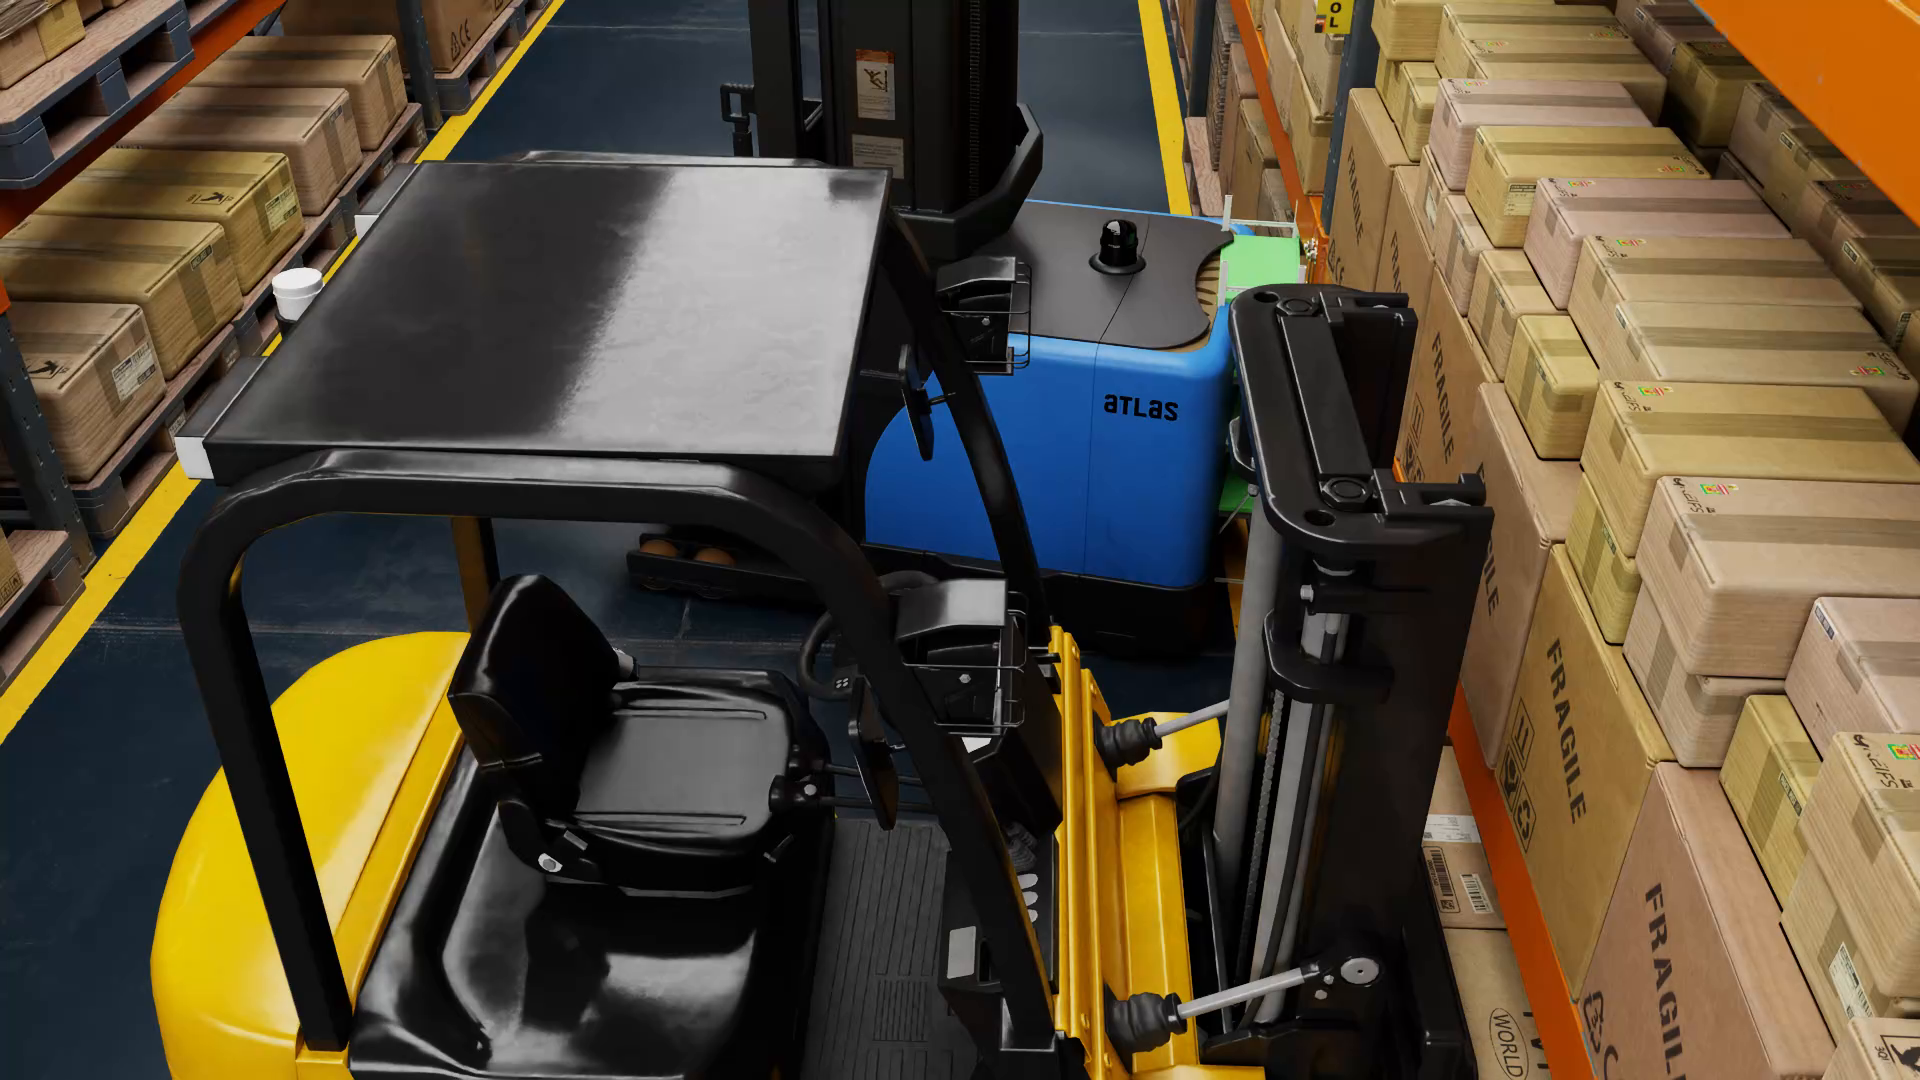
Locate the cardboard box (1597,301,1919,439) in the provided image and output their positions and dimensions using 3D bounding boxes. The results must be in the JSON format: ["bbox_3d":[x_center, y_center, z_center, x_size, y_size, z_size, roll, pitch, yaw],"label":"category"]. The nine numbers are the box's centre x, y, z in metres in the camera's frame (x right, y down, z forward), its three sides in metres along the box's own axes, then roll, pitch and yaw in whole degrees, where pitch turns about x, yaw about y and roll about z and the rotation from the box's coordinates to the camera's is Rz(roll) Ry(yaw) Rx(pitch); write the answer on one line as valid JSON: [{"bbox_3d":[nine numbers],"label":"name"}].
[{"bbox_3d":[1.226,-0.245,2.580,0.380,0.149,0.250,2,35,3],"label":"cardboard box"}]

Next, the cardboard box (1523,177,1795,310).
[{"bbox_3d":[1.246,-0.533,2.989,0.380,0.149,0.250,1,35,2],"label":"cardboard box"}]

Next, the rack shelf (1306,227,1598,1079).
[{"bbox_3d":[1.447,0.421,3.168,1.077,0.370,4.000,1,35,2],"label":"rack shelf"}]

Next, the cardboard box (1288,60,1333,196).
[{"bbox_3d":[1.286,-1.257,5.060,0.500,0.250,0.500,2,35,3],"label":"cardboard box"}]

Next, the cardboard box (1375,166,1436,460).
[{"bbox_3d":[1.244,-0.515,3.787,0.500,0.500,0.500,2,35,3],"label":"cardboard box"}]

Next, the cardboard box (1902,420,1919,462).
[{"bbox_3d":[1.724,-0.100,2.632,0.380,0.149,0.250,1,35,2],"label":"cardboard box"}]

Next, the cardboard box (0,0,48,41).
[{"bbox_3d":[-3.127,-1.732,4.895,0.500,0.500,0.500,2,35,3],"label":"cardboard box"}]

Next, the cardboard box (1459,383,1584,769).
[{"bbox_3d":[1.184,0.064,2.963,0.500,0.500,0.500,2,35,2],"label":"cardboard box"}]

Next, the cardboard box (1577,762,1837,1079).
[{"bbox_3d":[1.154,0.648,2.133,0.500,0.500,0.500,2,35,3],"label":"cardboard box"}]

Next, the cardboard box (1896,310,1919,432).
[{"bbox_3d":[1.684,-0.229,2.557,0.380,0.149,0.250,1,35,2],"label":"cardboard box"}]

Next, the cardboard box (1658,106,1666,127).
[{"bbox_3d":[1.796,-0.994,3.904,0.380,0.149,0.250,0,35,1],"label":"cardboard box"}]

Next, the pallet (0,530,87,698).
[{"bbox_3d":[-3.424,0.392,5.008,1.003,0.211,1.213,1,35,2],"label":"pallet"}]

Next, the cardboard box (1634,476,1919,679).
[{"bbox_3d":[1.117,0.050,2.161,0.380,0.149,0.250,2,35,3],"label":"cardboard box"}]

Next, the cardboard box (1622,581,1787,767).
[{"bbox_3d":[1.138,0.172,2.246,0.380,0.149,0.250,0,35,0],"label":"cardboard box"}]

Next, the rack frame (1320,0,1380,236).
[{"bbox_3d":[1.527,-1.023,4.597,1.000,3.000,0.127,1,35,2],"label":"rack frame"}]

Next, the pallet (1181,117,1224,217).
[{"bbox_3d":[1.616,-1.708,7.997,1.003,0.211,1.213,1,35,2],"label":"pallet"}]

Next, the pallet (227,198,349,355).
[{"bbox_3d":[-3.356,-1.144,7.195,1.003,0.211,1.213,1,35,2],"label":"pallet"}]

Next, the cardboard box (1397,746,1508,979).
[{"bbox_3d":[1.126,0.673,3.340,0.500,0.250,0.500,1,35,1],"label":"cardboard box"}]

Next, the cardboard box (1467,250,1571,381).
[{"bbox_3d":[1.172,-0.417,3.084,0.380,0.149,0.250,0,35,0],"label":"cardboard box"}]

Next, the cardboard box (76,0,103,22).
[{"bbox_3d":[-3.141,-1.822,5.588,0.380,0.149,0.250,3,35,5],"label":"cardboard box"}]

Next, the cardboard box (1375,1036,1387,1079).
[{"bbox_3d":[1.127,1.080,3.631,0.500,0.250,0.500,2,35,3],"label":"cardboard box"}]

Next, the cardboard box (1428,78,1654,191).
[{"bbox_3d":[1.184,-0.830,3.412,0.380,0.149,0.250,2,35,3],"label":"cardboard box"}]

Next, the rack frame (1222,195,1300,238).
[{"bbox_3d":[0.947,-0.566,5.510,0.240,1.200,0.015,5,34,7],"label":"rack frame"}]

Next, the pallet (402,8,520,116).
[{"bbox_3d":[-3.165,-2.744,9.470,1.003,0.211,1.213,1,35,2],"label":"pallet"}]

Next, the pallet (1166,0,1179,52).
[{"bbox_3d":[1.808,-3.307,10.272,1.003,0.211,1.213,1,35,2],"label":"pallet"}]

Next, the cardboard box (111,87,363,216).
[{"bbox_3d":[-3.326,-1.782,7.596,0.950,0.372,0.625,1,35,1],"label":"cardboard box"}]

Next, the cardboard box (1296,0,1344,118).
[{"bbox_3d":[1.292,-1.454,4.906,0.500,0.250,0.500,1,35,1],"label":"cardboard box"}]

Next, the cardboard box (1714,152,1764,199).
[{"bbox_3d":[1.805,-0.692,3.475,0.380,0.149,0.250,2,35,2],"label":"cardboard box"}]

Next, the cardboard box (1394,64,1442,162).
[{"bbox_3d":[1.243,-1.003,3.918,0.380,0.149,0.250,2,35,3],"label":"cardboard box"}]

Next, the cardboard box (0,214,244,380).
[{"bbox_3d":[-3.388,-0.946,6.408,0.950,0.372,0.625,3,35,5],"label":"cardboard box"}]

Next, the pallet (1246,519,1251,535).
[{"bbox_3d":[1.518,-0.306,6.002,1.003,0.211,1.213,1,35,2],"label":"pallet"}]

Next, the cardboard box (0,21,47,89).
[{"bbox_3d":[-3.095,-1.515,5.150,0.380,0.149,0.250,2,35,3],"label":"cardboard box"}]

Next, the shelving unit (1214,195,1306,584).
[{"bbox_3d":[0.910,-0.431,5.311,0.258,1.200,0.503,5,34,7],"label":"shelving unit"}]

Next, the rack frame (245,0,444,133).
[{"bbox_3d":[-3.272,-3.433,8.027,1.000,3.000,0.127,1,35,2],"label":"rack frame"}]

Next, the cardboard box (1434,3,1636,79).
[{"bbox_3d":[1.316,-1.122,3.827,0.380,0.149,0.250,2,35,3],"label":"cardboard box"}]

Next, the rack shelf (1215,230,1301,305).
[{"bbox_3d":[0.910,-0.775,5.077,0.258,0.148,0.480,5,34,7],"label":"rack shelf"}]

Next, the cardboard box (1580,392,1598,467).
[{"bbox_3d":[1.228,-0.116,2.655,0.380,0.149,0.250,1,35,2],"label":"cardboard box"}]

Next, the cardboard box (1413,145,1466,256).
[{"bbox_3d":[1.176,-0.713,3.504,0.380,0.149,0.250,2,35,3],"label":"cardboard box"}]

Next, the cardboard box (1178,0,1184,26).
[{"bbox_3d":[1.539,-3.306,9.654,0.500,0.500,0.500,3,35,4],"label":"cardboard box"}]

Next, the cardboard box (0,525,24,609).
[{"bbox_3d":[-3.188,0.164,4.934,0.500,0.250,0.500,3,35,4],"label":"cardboard box"}]

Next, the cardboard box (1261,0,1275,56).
[{"bbox_3d":[1.351,-1.831,5.876,0.500,0.250,0.500,2,35,2],"label":"cardboard box"}]

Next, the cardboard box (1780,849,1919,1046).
[{"bbox_3d":[1.153,0.468,1.824,0.380,0.149,0.250,2,35,3],"label":"cardboard box"}]

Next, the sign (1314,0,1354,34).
[{"bbox_3d":[0.985,-1.471,4.296,0.100,0.325,0.005,1,35,2],"label":"sign"}]

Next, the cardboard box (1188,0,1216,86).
[{"bbox_3d":[1.490,-2.718,8.817,0.500,0.500,0.500,2,35,3],"label":"cardboard box"}]

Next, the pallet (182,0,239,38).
[{"bbox_3d":[-3.310,-2.217,6.462,1.003,0.211,1.213,1,35,2],"label":"pallet"}]

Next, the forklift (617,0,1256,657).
[{"bbox_3d":[-0.605,-1.289,5.035,3.031,2.935,1.130,8,36,12],"label":"forklift"}]

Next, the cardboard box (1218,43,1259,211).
[{"bbox_3d":[1.631,-1.788,7.385,0.875,0.625,0.625,2,35,3],"label":"cardboard box"}]

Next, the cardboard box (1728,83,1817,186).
[{"bbox_3d":[1.820,-0.820,3.398,0.380,0.149,0.250,1,35,1],"label":"cardboard box"}]

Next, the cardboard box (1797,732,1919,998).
[{"bbox_3d":[1.133,0.343,1.743,0.380,0.149,0.250,2,35,3],"label":"cardboard box"}]

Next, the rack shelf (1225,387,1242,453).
[{"bbox_3d":[0.910,-0.378,5.347,0.258,0.148,0.480,5,34,7],"label":"rack shelf"}]

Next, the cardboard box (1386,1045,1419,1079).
[{"bbox_3d":[1.105,1.152,3.093,0.500,0.250,0.500,1,35,1],"label":"cardboard box"}]

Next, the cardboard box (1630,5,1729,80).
[{"bbox_3d":[1.765,-1.117,3.821,0.380,0.149,0.250,0,35,1],"label":"cardboard box"}]

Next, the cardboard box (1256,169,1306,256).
[{"bbox_3d":[1.576,-0.969,6.220,0.875,0.625,0.625,1,35,1],"label":"cardboard box"}]

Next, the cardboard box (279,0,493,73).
[{"bbox_3d":[-3.161,-3.131,9.079,0.875,0.875,0.875,1,35,1],"label":"cardboard box"}]

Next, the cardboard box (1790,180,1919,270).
[{"bbox_3d":[1.733,-0.525,2.979,0.380,0.149,0.250,1,35,1],"label":"cardboard box"}]
